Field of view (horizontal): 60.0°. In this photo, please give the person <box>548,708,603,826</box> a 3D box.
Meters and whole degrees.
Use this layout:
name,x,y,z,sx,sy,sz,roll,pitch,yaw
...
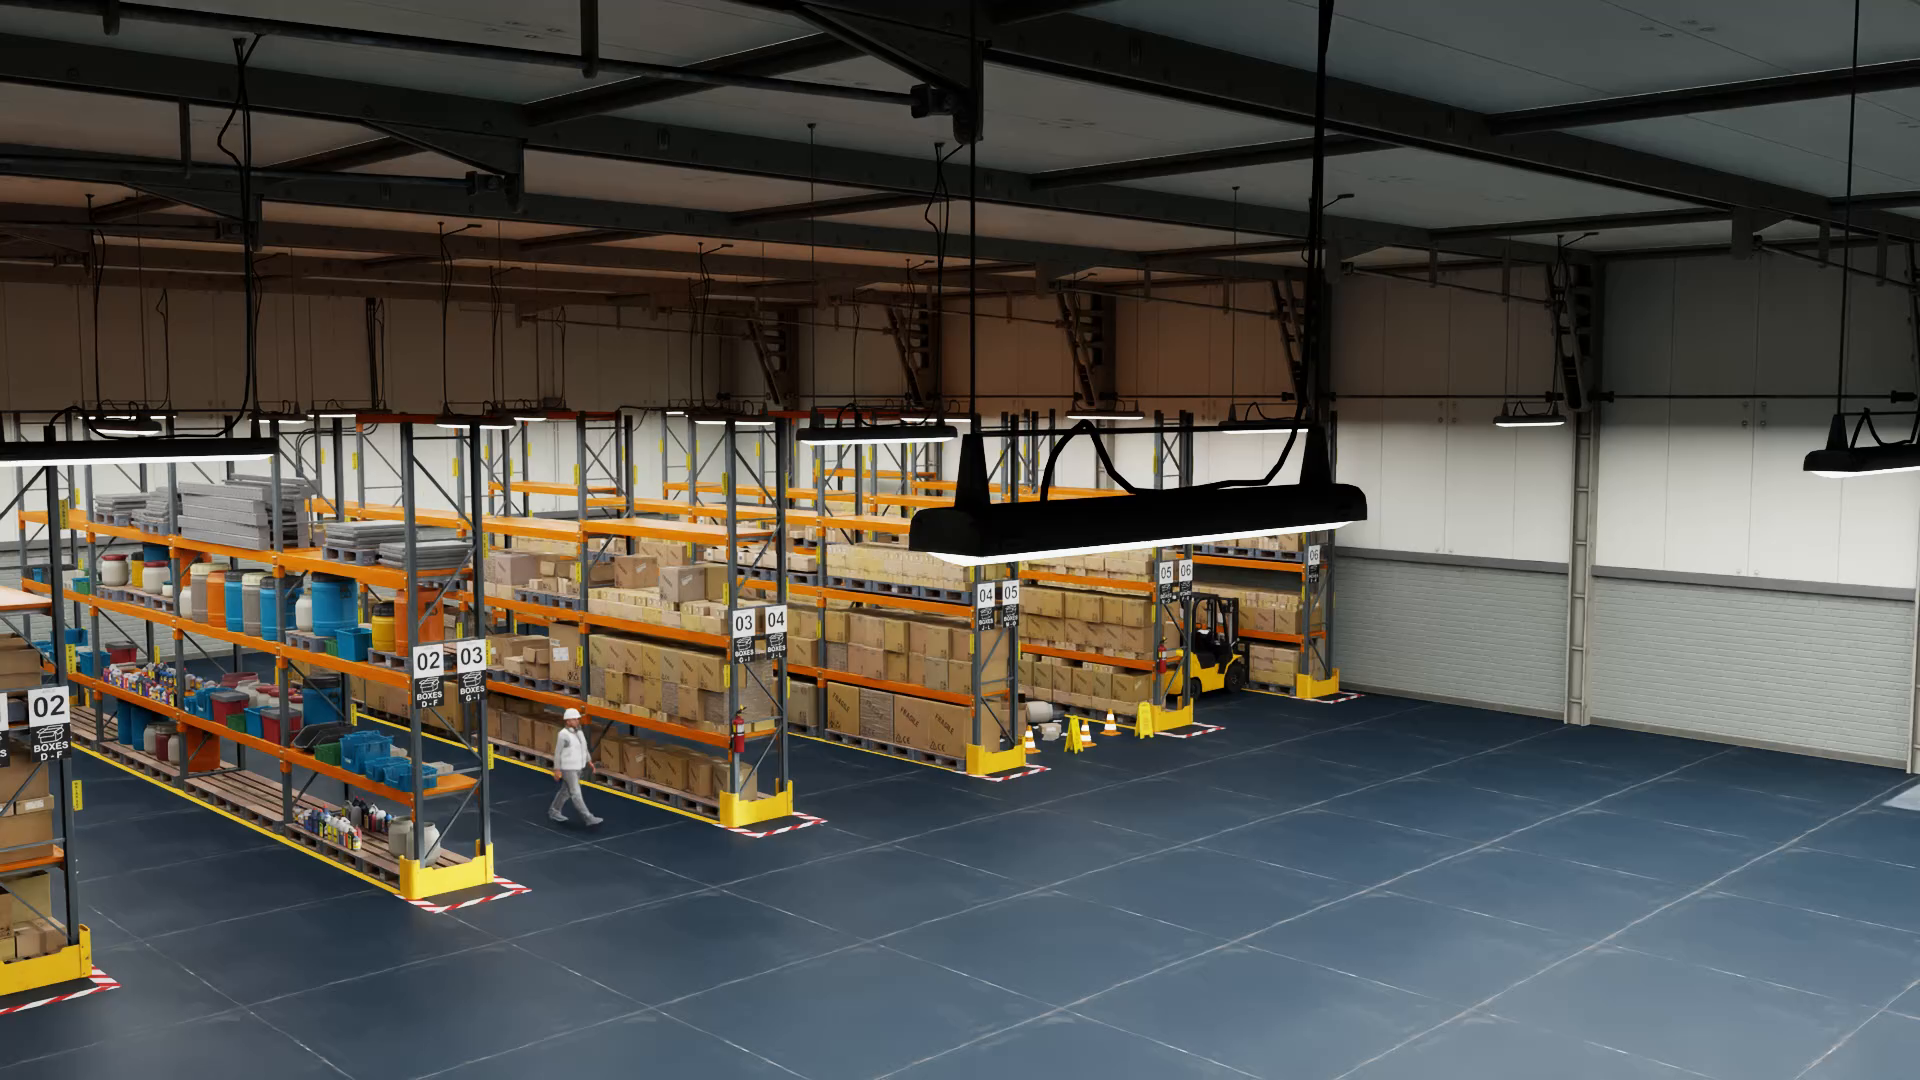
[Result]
name,x,y,z,sx,sy,sz,roll,pitch,yaw
person,-5.632,3.325,24.444,1.070,1.712,0.567,1,5,17
